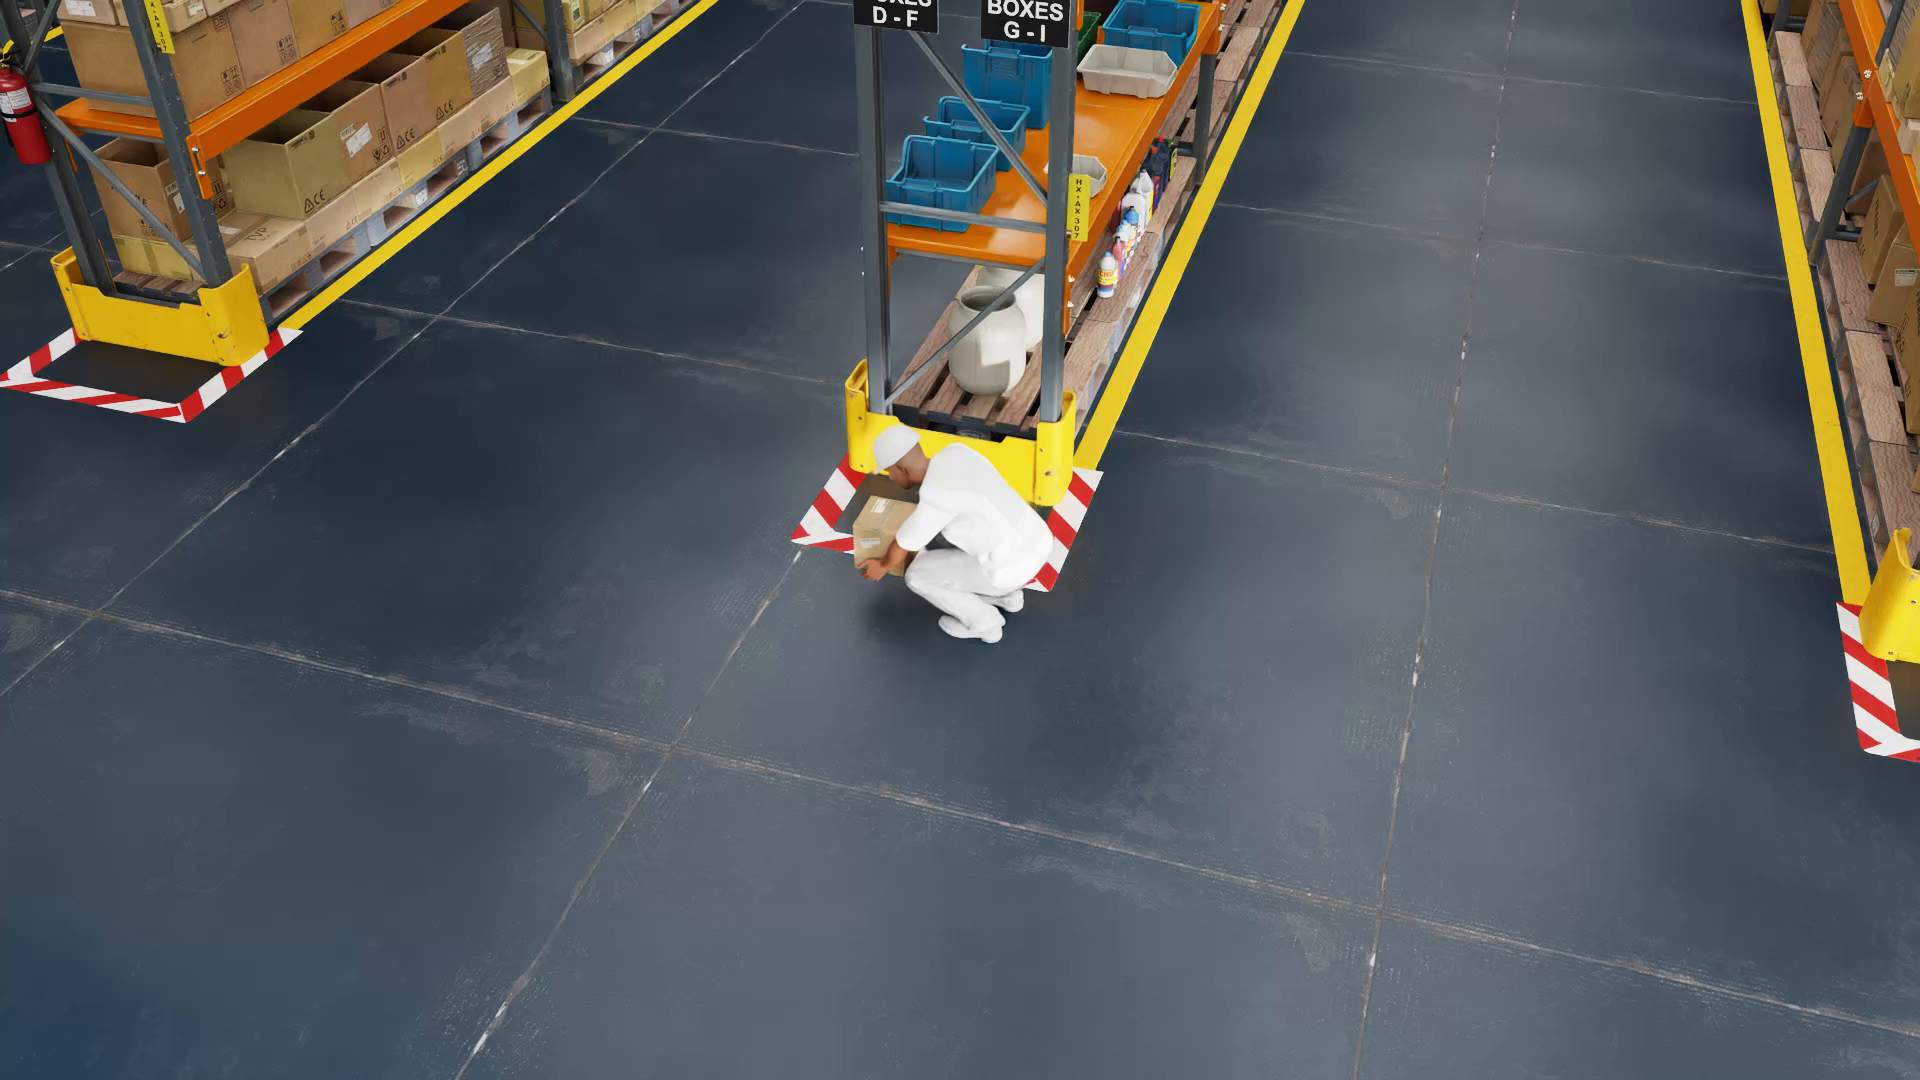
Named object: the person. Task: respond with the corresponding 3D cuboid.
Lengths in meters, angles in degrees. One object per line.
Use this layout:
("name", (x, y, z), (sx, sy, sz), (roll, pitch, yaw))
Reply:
("person", (-0.047, -0.061, 7.601), (0.911, 1.000, 0.575), (15, 39, 19))
